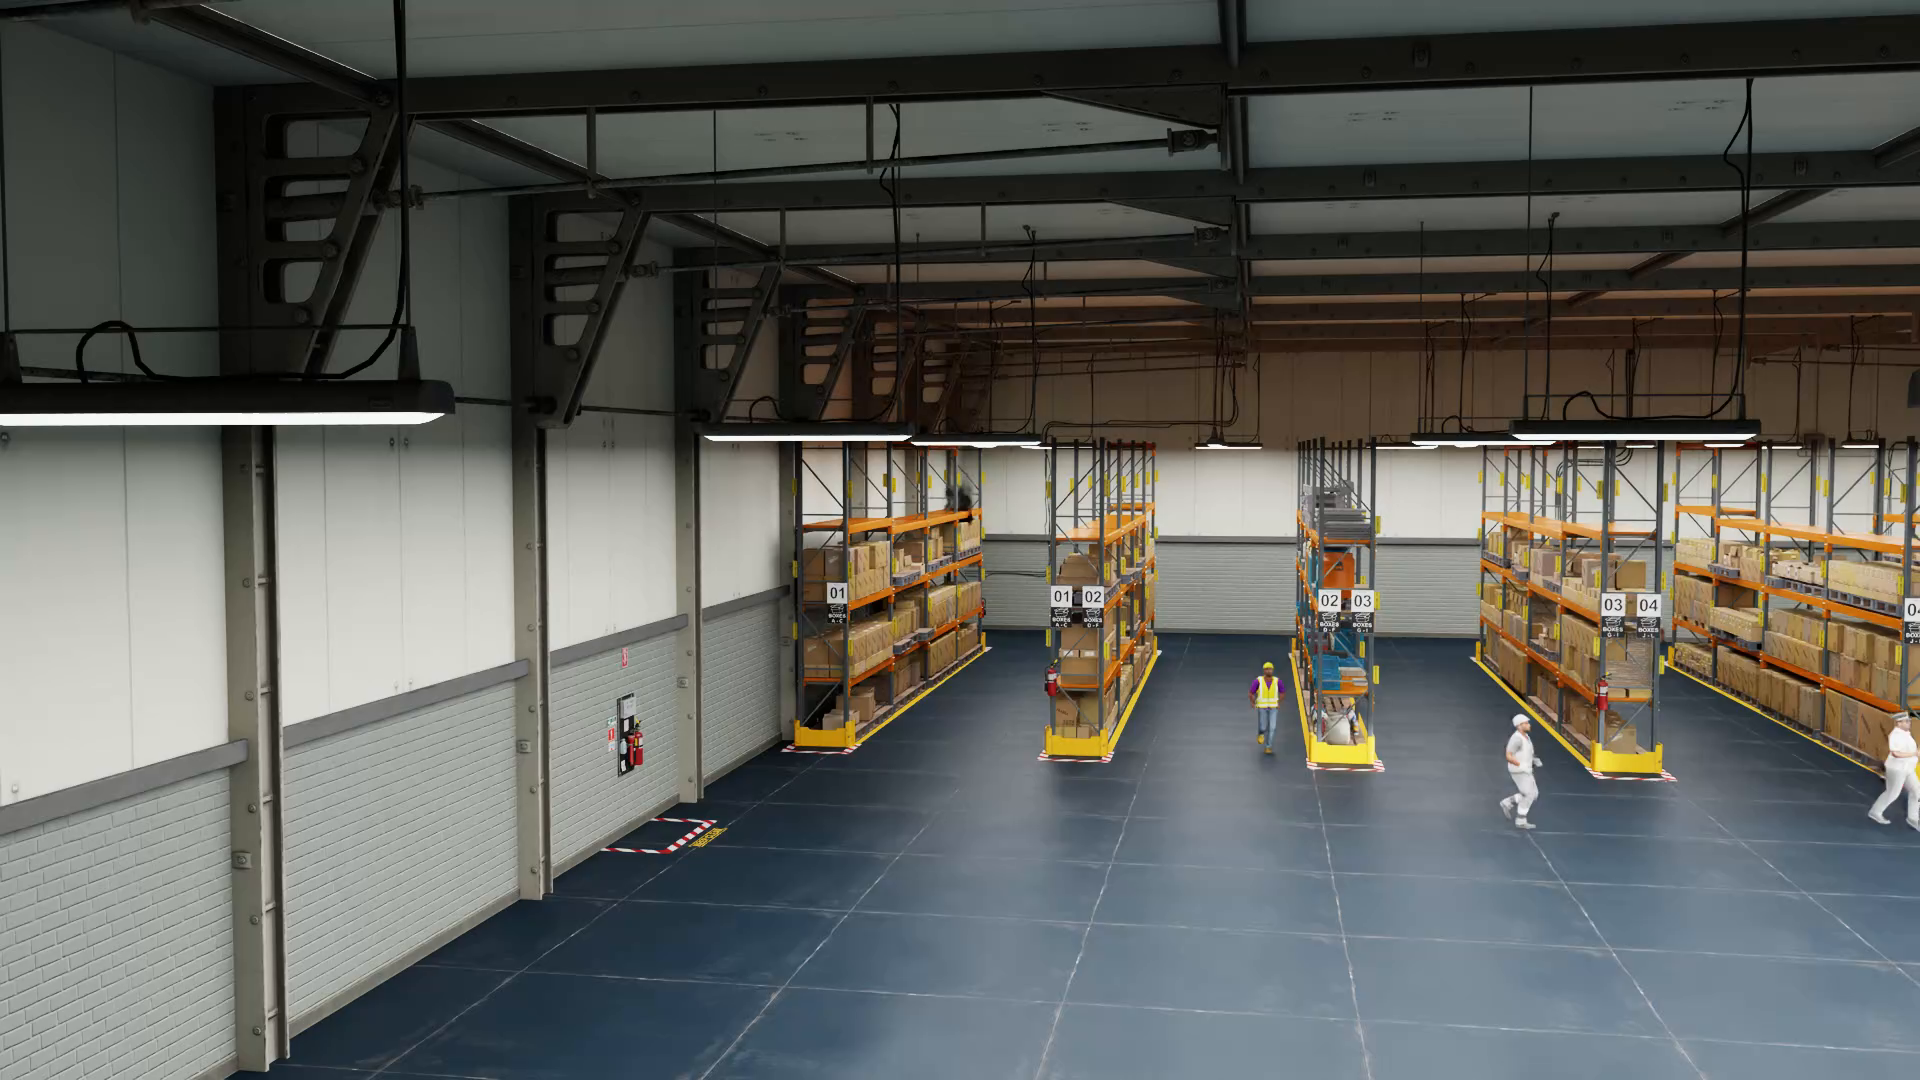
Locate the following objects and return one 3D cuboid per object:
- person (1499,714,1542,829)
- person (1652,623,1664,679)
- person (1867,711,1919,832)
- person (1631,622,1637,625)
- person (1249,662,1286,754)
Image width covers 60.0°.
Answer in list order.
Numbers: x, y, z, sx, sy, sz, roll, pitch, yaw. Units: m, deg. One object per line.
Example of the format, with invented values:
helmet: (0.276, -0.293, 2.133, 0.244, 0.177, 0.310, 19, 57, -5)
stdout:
person: (8.481, 3.511, 25.259, 0.612, 1.742, 0.643, 2, 4, 35)
person: (17.372, 2.648, 41.855, 0.728, 1.820, 0.726, 1, 3, 11)
person: (14.247, 3.509, 25.231, 0.643, 1.852, 0.819, -3, 4, -40)
person: (17.540, 2.637, 43.235, 0.600, 1.619, 0.568, 1, 3, 18)
person: (5.865, 3.185, 31.666, 0.691, 1.709, 0.663, 0, 3, 4)
